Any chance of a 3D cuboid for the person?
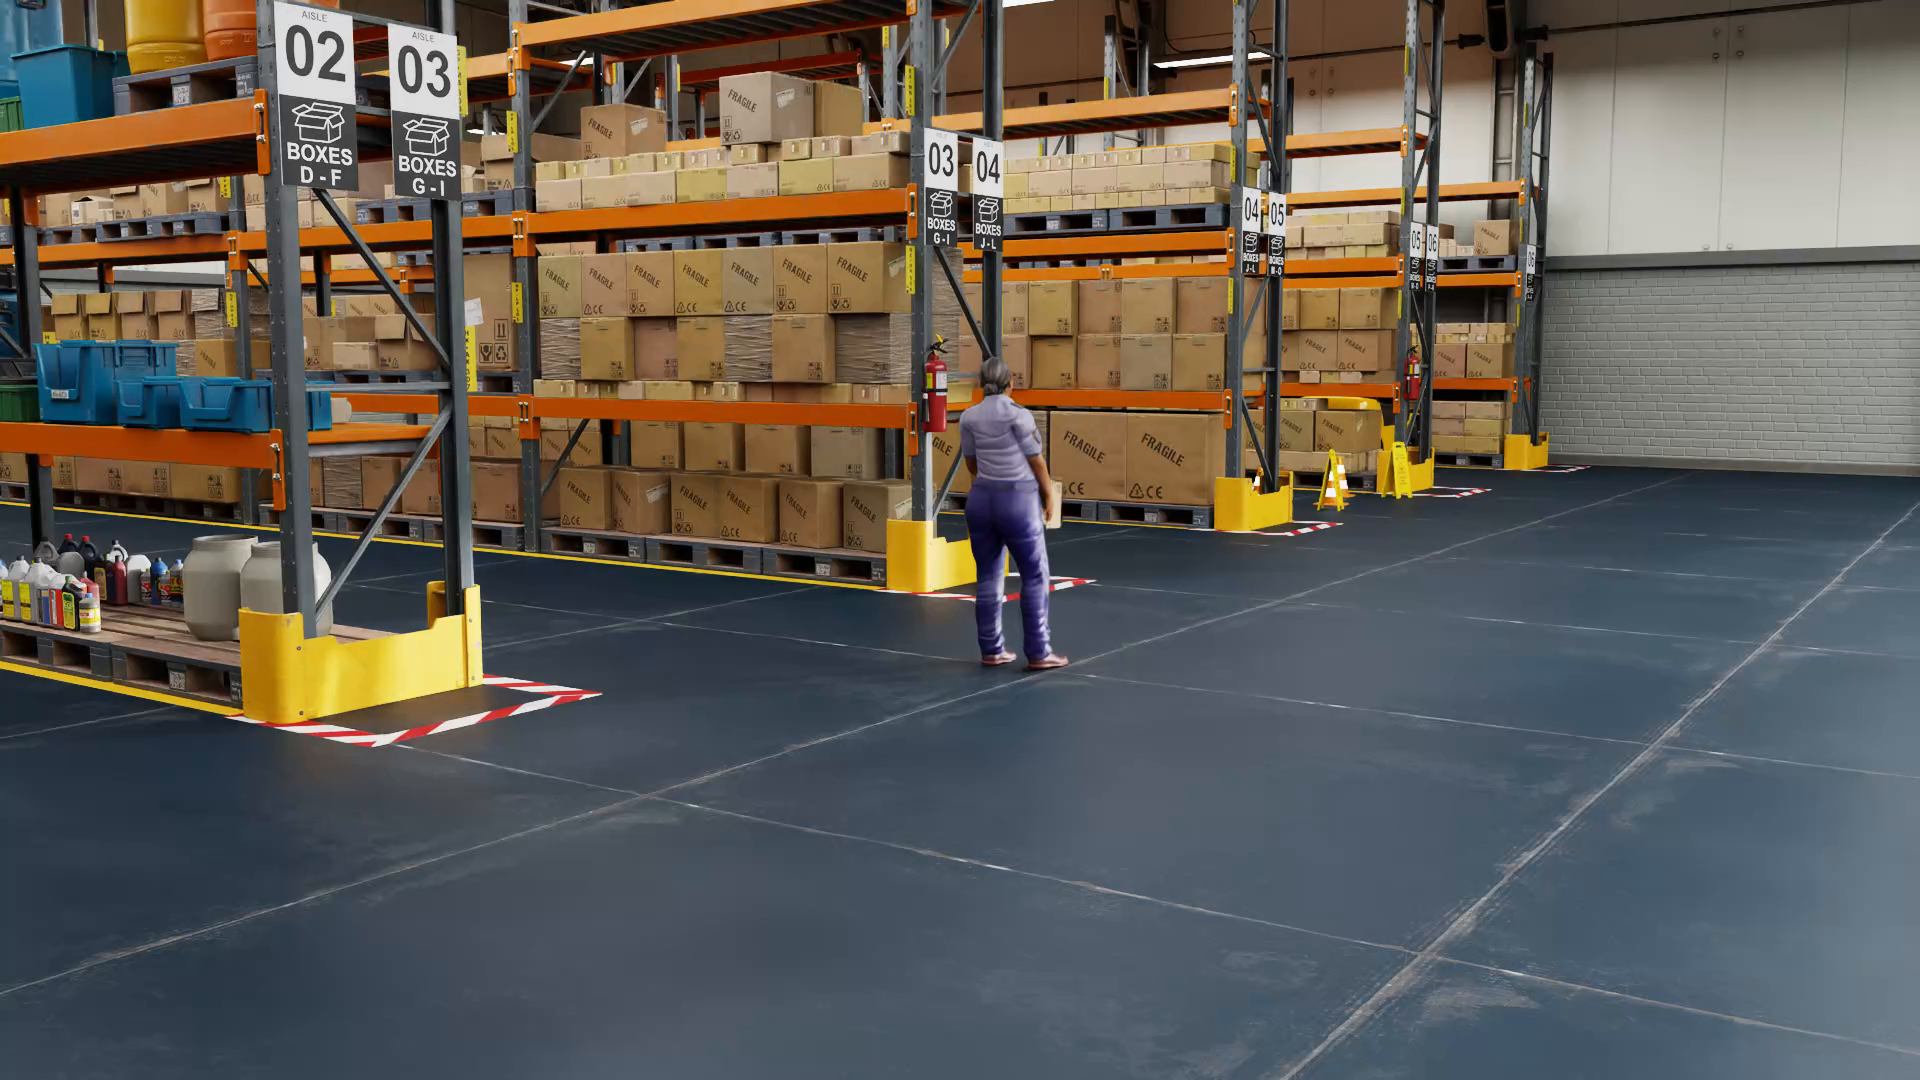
[{"bbox_3d":[0.276,-0.143,8.835,0.523,1.650,0.458,4,8,34],"label":"person"}]
